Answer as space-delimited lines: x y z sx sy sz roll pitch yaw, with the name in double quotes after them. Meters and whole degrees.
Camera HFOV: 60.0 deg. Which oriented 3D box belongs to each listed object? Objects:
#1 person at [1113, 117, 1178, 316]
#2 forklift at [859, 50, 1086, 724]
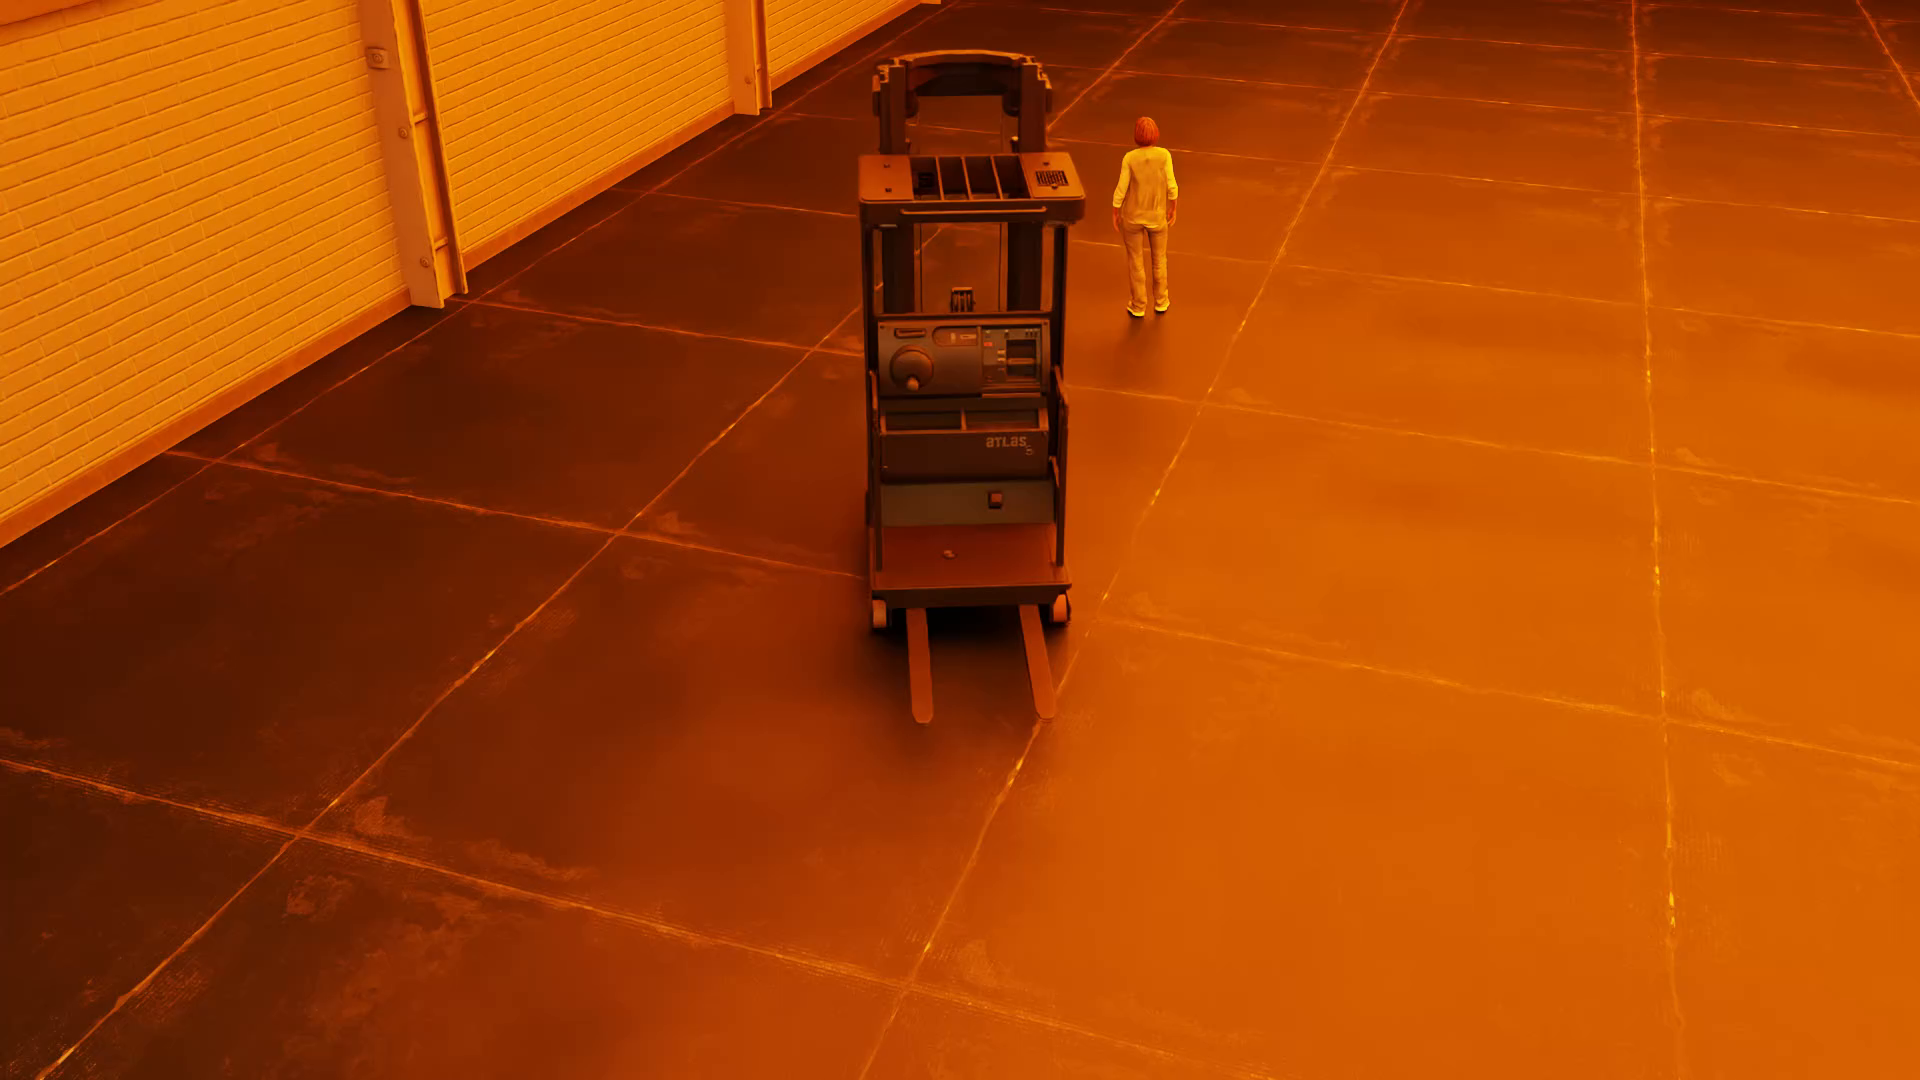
1.429 -2.473 12.900 0.520 1.504 0.475 0 30 -1 "person"
0.037 -0.948 8.799 1.130 2.935 3.031 -2 30 -3 "forklift"
